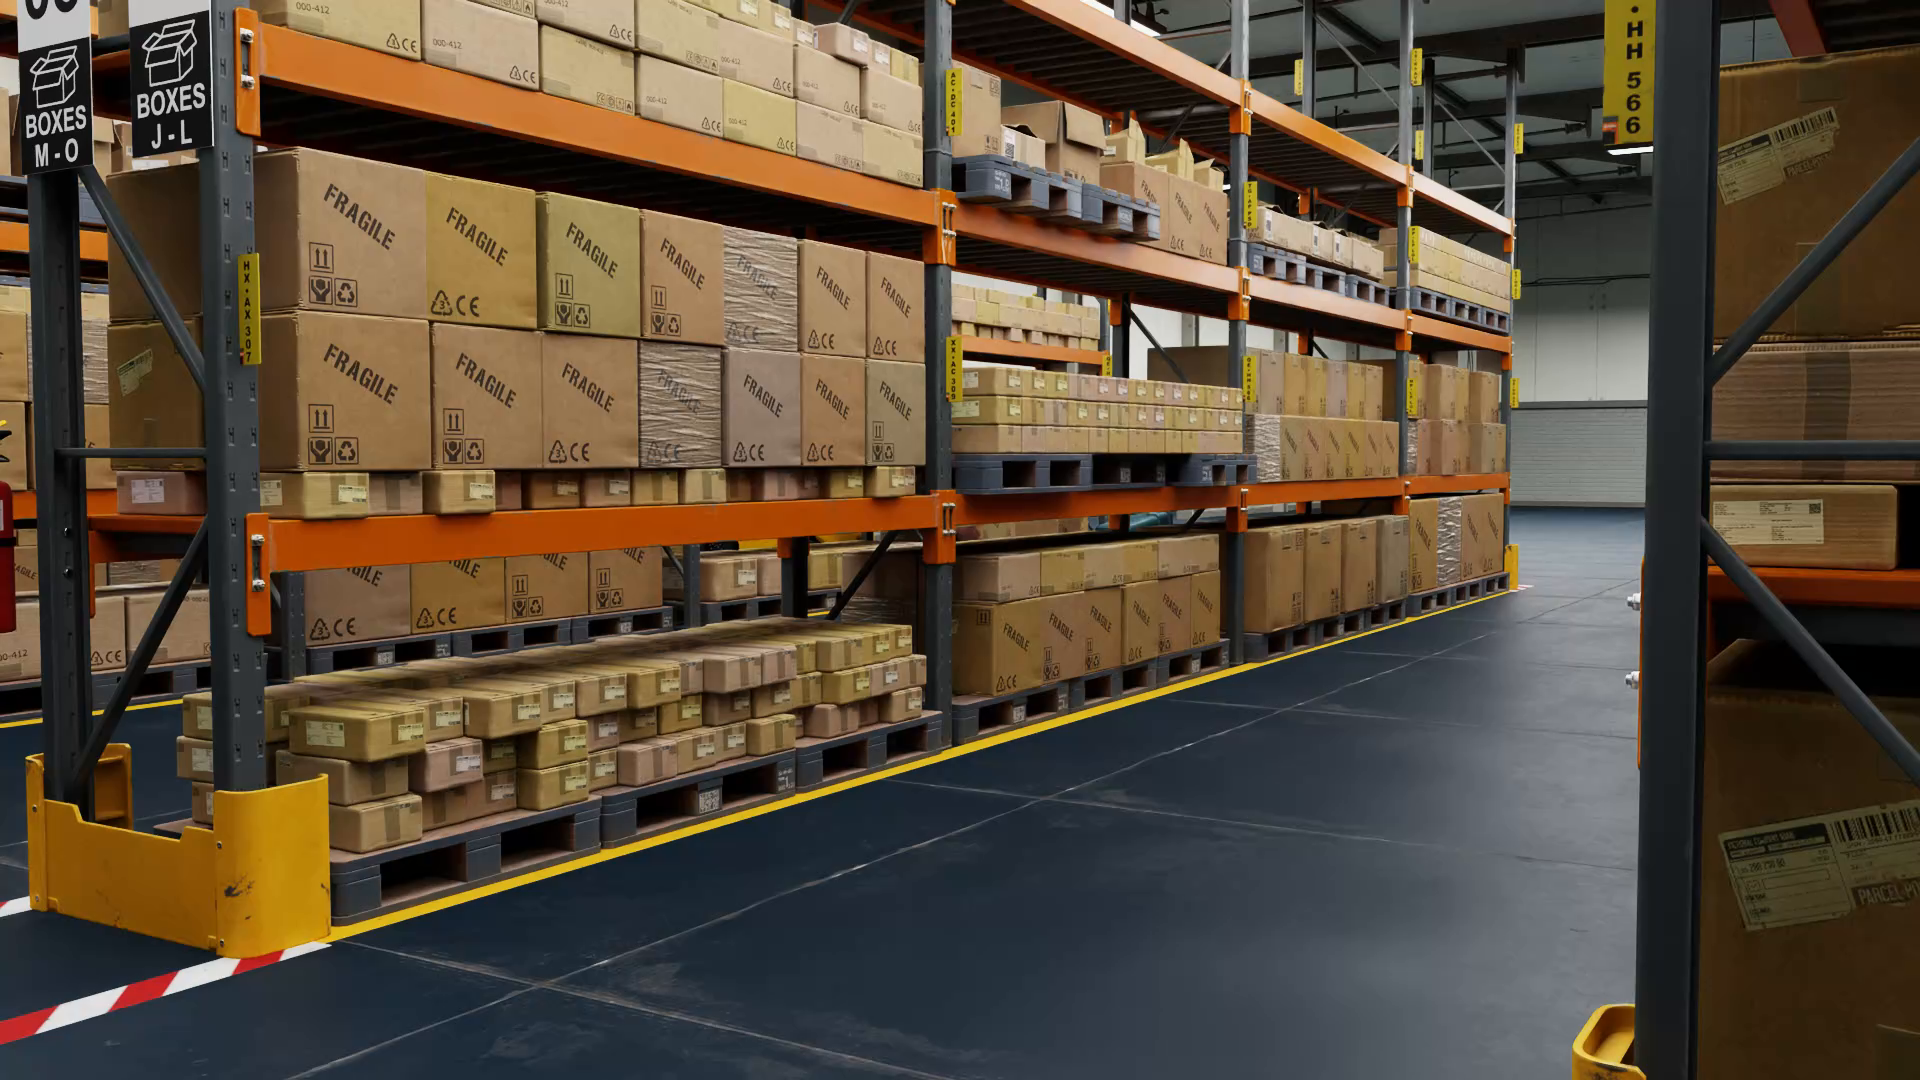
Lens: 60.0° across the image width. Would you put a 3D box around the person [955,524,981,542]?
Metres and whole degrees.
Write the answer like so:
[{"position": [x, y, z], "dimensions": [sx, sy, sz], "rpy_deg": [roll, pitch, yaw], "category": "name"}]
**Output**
[{"position": [0.008, -0.089, 14.855], "dimensions": [0.497, 1.691, 0.539], "rpy_deg": [1, 3, 25], "category": "person"}]
